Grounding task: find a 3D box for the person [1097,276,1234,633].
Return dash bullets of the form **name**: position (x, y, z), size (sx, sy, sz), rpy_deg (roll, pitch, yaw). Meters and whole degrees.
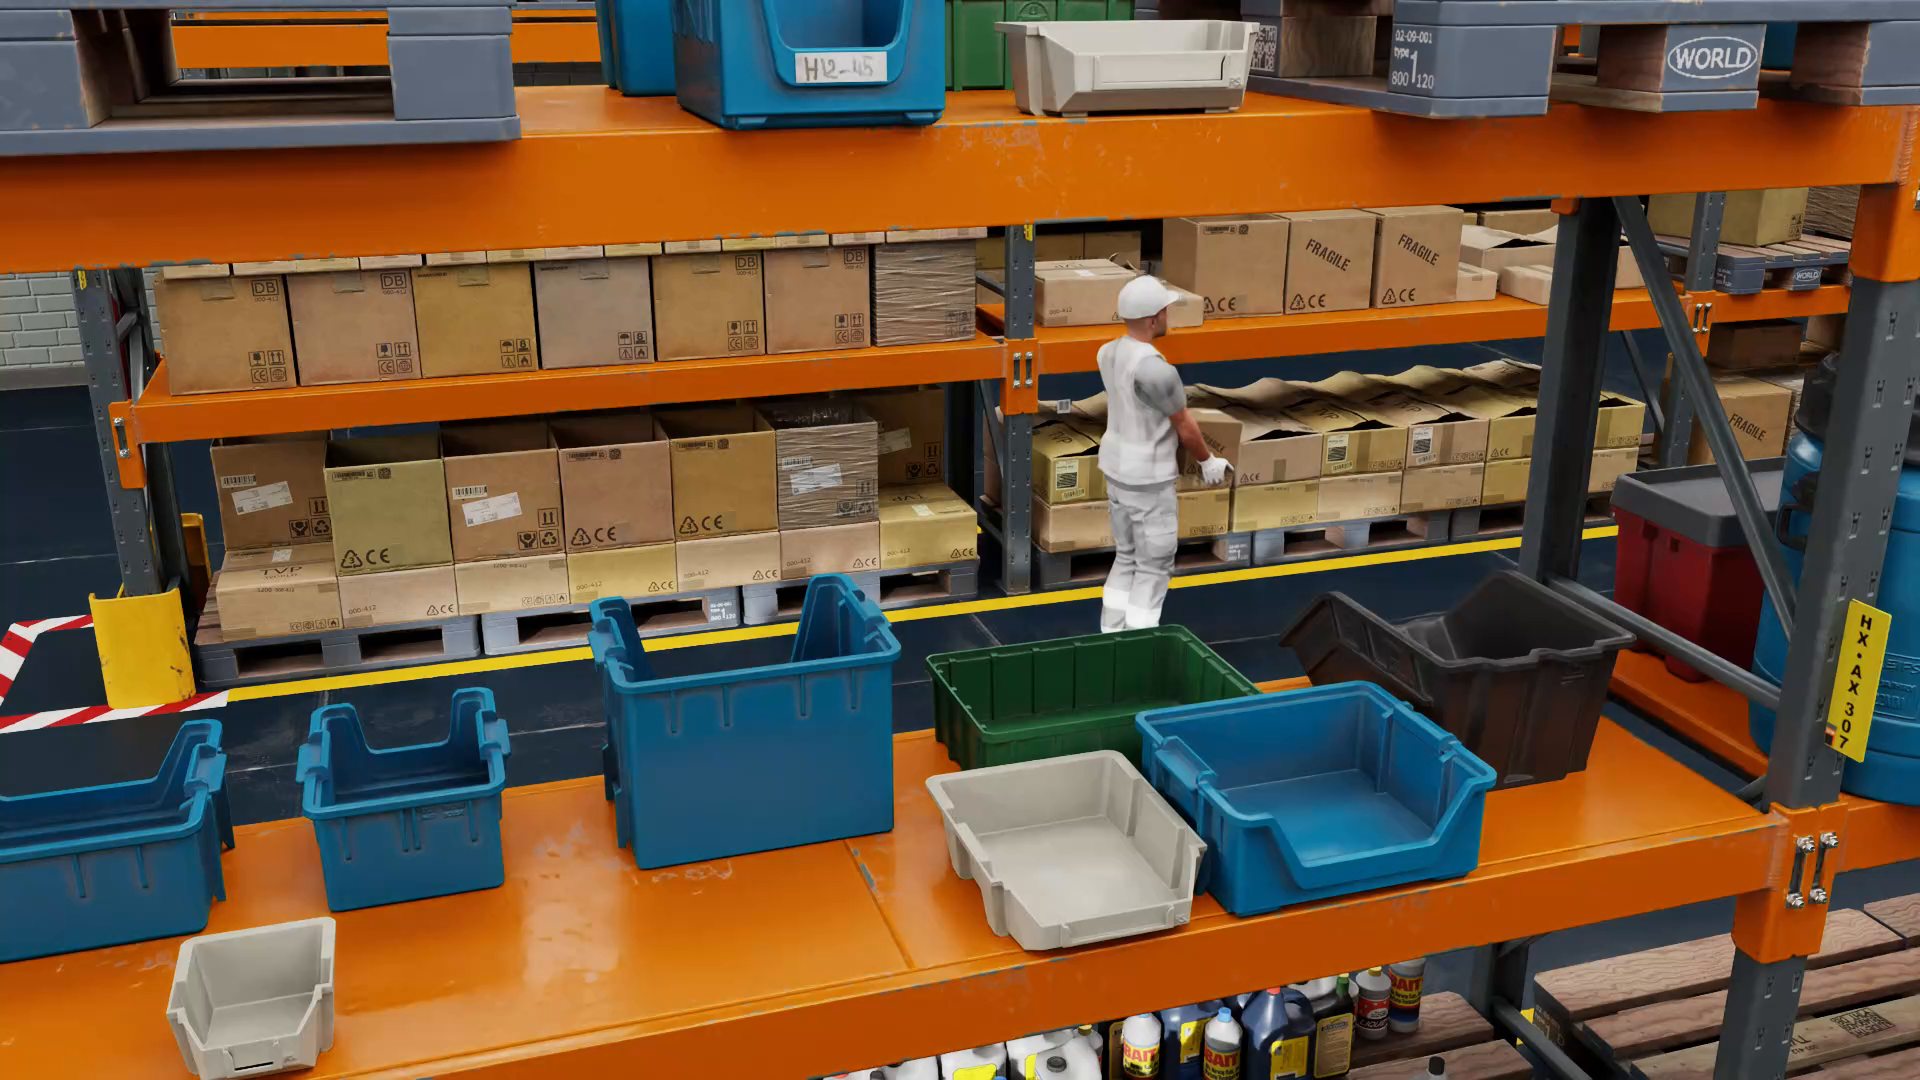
- **person**: position (0.890, -0.279, 7.339), size (0.551, 1.786, 0.495), rpy_deg (-7, 20, -18)
